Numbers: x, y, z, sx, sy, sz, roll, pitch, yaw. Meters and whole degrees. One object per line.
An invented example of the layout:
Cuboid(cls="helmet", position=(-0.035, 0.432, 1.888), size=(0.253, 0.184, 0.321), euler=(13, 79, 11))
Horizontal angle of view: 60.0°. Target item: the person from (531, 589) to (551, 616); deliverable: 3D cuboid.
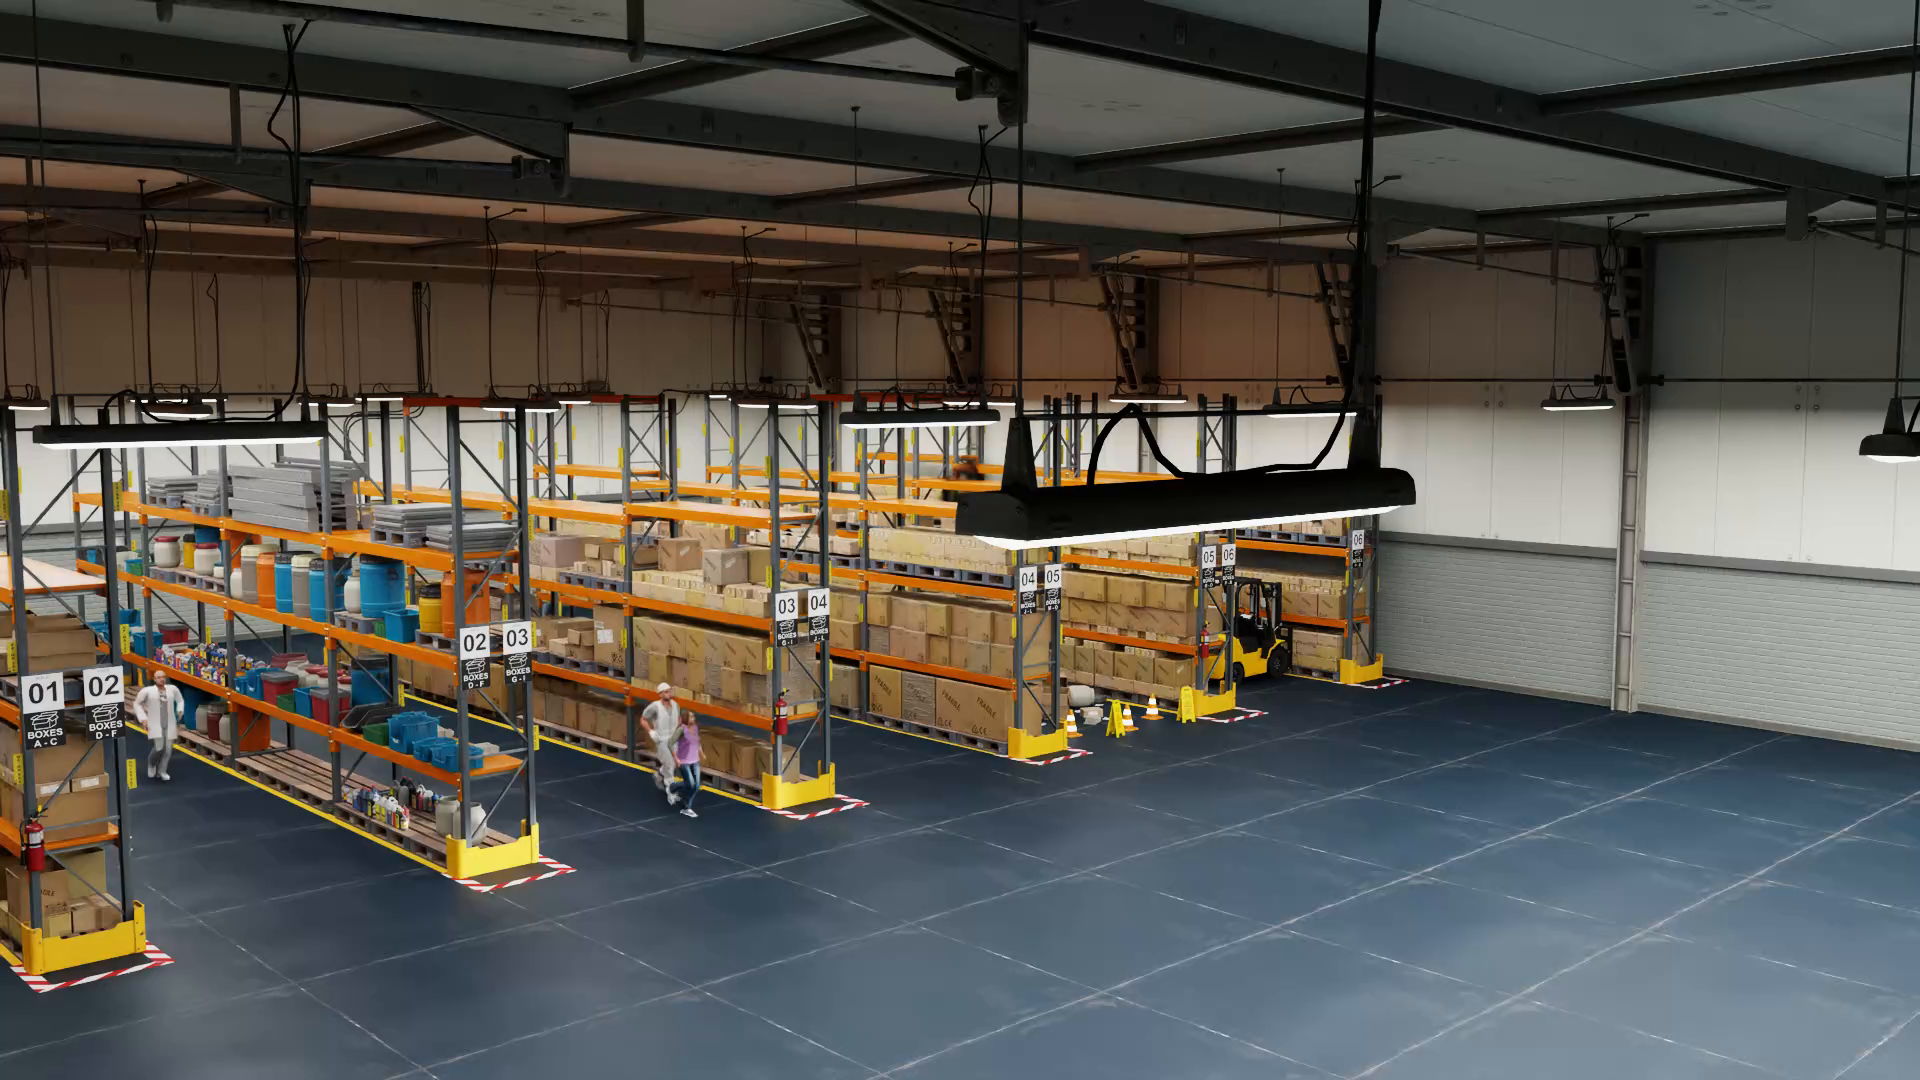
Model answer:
Cuboid(cls="person", position=(-10.120, 1.535, 40.651), size=(0.676, 1.783, 0.661), euler=(4, 7, 39))

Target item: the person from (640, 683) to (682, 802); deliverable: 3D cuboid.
Cuboid(cls="person", position=(-4.461, 3.022, 25.066), size=(0.666, 1.770, 0.827), euler=(-5, 8, -43))

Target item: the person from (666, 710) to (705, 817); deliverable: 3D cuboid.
Cuboid(cls="person", position=(-3.976, 3.238, 24.181), size=(0.565, 1.555, 0.547), euler=(4, 7, 37))

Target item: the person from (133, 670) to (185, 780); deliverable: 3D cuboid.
Cuboid(cls="person", position=(-12.592, 3.026, 26.272), size=(0.722, 1.545, 0.628), euler=(-5, 8, -44))
